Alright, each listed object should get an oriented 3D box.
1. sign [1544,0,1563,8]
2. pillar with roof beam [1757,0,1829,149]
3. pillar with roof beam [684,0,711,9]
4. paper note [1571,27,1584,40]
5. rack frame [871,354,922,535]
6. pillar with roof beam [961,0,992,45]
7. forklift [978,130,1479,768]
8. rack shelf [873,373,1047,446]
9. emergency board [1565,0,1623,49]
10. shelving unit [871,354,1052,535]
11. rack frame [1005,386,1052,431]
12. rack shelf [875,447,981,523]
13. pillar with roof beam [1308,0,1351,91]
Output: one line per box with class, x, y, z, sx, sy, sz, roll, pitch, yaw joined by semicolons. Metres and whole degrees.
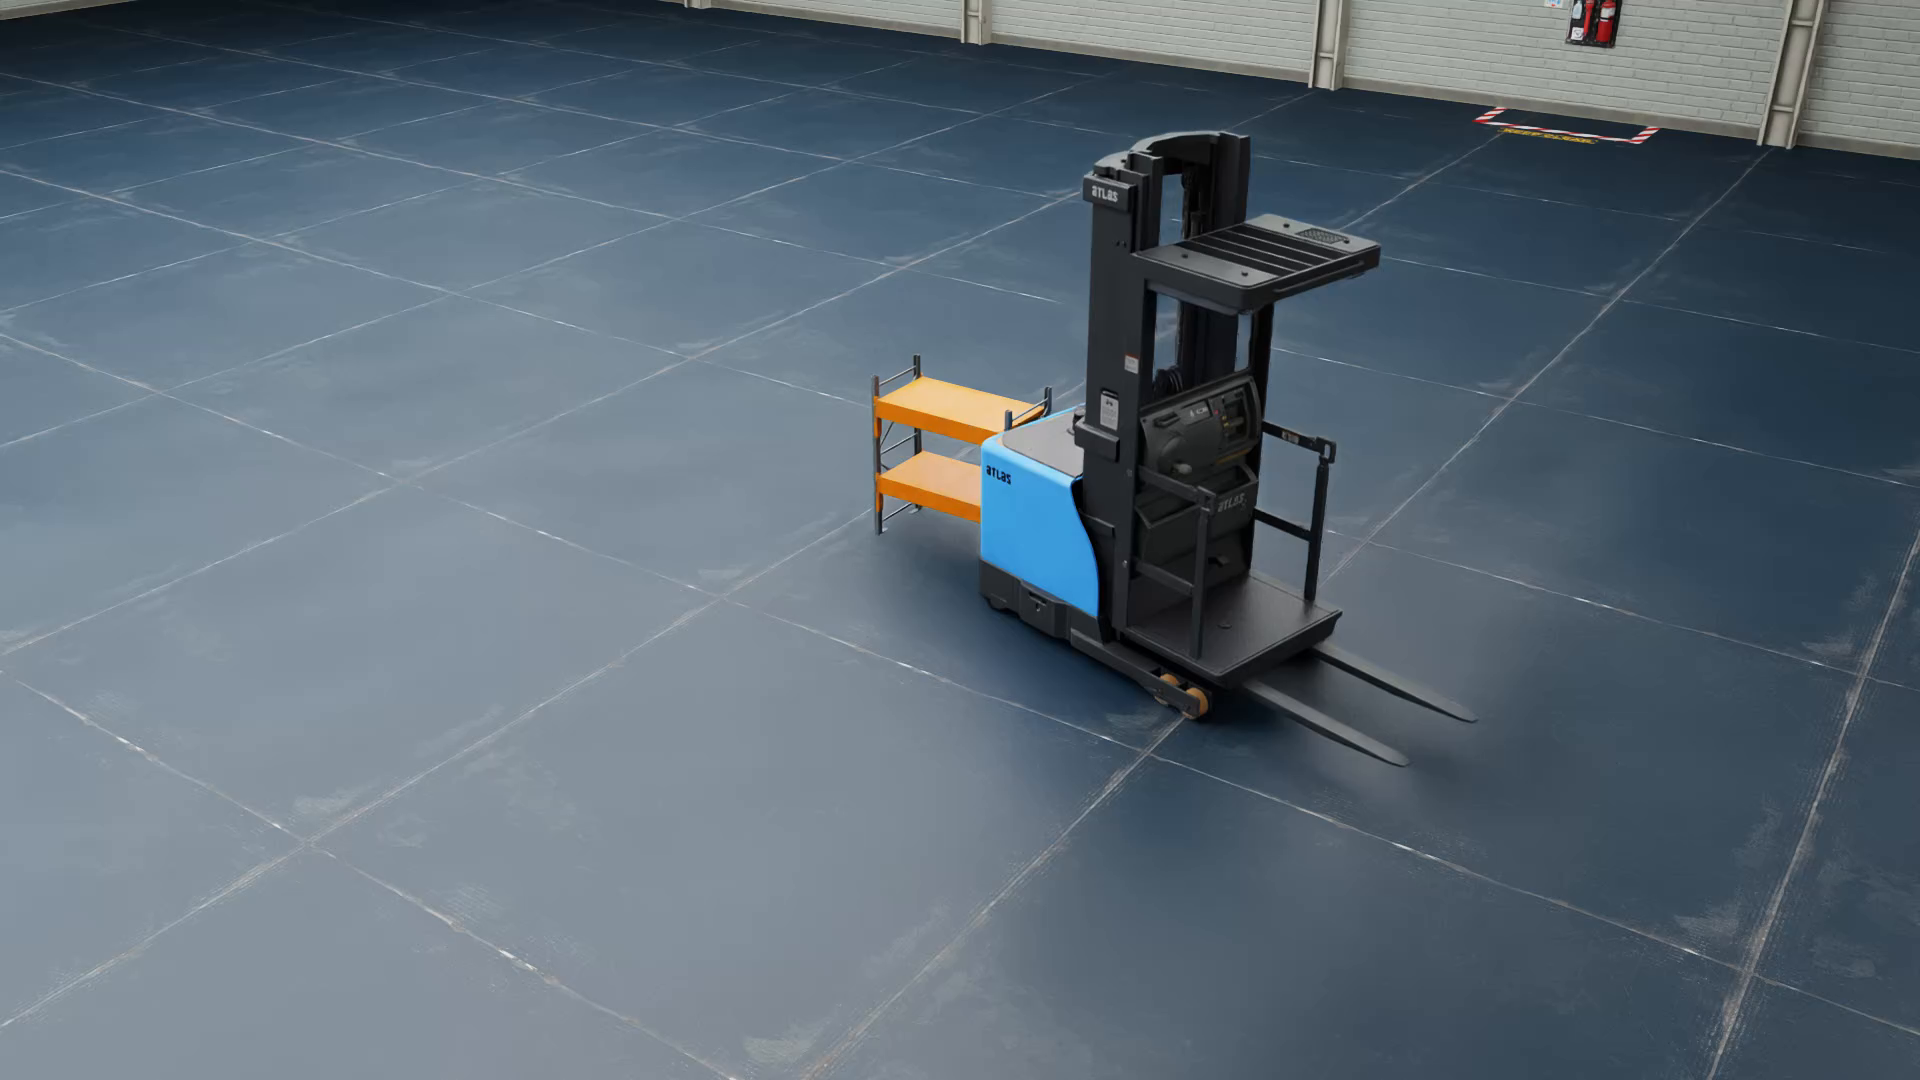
sign;7.745;-7.104;21.636;0.234;0.329;0.001;17;32;30
pillar with roof beam;7.720;-7.322;15.491;0.400;9.000;9.100;17;32;30
pillar with roof beam;-7.117;-11.945;24.574;0.400;9.000;9.100;17;32;30
paper note;8.035;-6.586;21.629;0.142;0.148;0.016;17;32;30
rack frame;-0.413;-0.630;11.022;0.032;1.125;0.500;17;32;30
pillar with roof beam;-2.172;-10.404;21.546;0.400;9.000;9.100;17;32;30
forklift;1.462;-0.588;8.948;1.130;2.935;3.031;-22;34;-36
rack shelf;0.006;-0.760;10.633;1.000;0.278;0.538;17;32;30
emergency board;8.142;-6.907;21.289;0.643;1.169;0.194;17;32;30
shelving unit;0.006;-0.500;10.765;1.048;1.125;0.538;17;32;30
rack frame;0.425;-0.369;10.509;0.032;1.125;0.500;17;32;30
rack shelf;0.006;-0.282;10.876;1.000;0.278;0.538;17;32;30
pillar with roof beam;2.774;-8.863;18.518;0.400;9.000;9.100;17;32;30
